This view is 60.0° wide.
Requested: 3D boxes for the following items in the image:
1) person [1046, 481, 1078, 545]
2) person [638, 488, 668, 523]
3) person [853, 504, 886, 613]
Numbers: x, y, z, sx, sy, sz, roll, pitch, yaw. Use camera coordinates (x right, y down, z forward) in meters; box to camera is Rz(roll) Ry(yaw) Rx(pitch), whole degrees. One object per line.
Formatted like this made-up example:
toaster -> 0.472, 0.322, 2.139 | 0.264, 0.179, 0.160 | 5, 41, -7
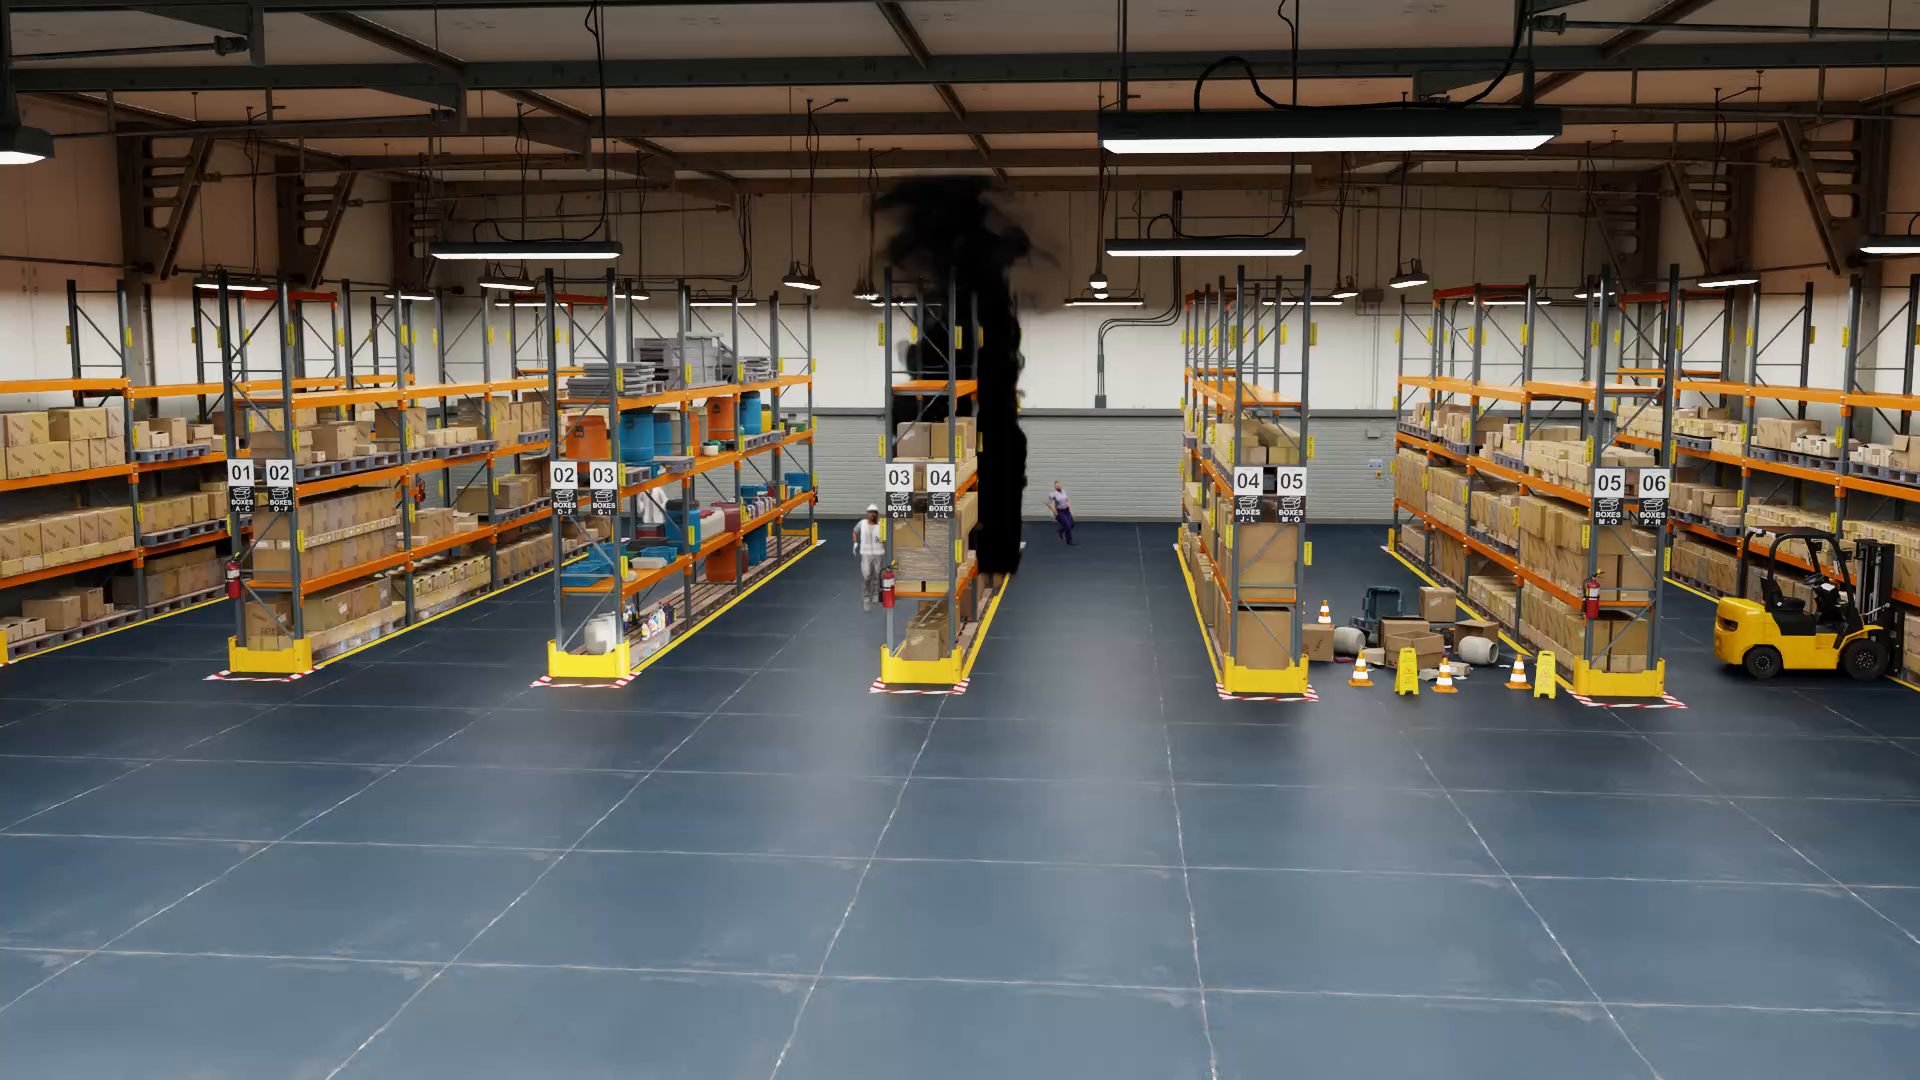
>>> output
person -> 2.445, -0.651, 40.221 | 0.655, 1.562, 0.667 | -6, 9, -42
person -> -7.211, -0.592, 39.014 | 0.718, 1.731, 0.699 | 0, 7, 1
person -> -1.540, 0.319, 29.093 | 0.656, 1.881, 0.723 | -1, 7, -5
